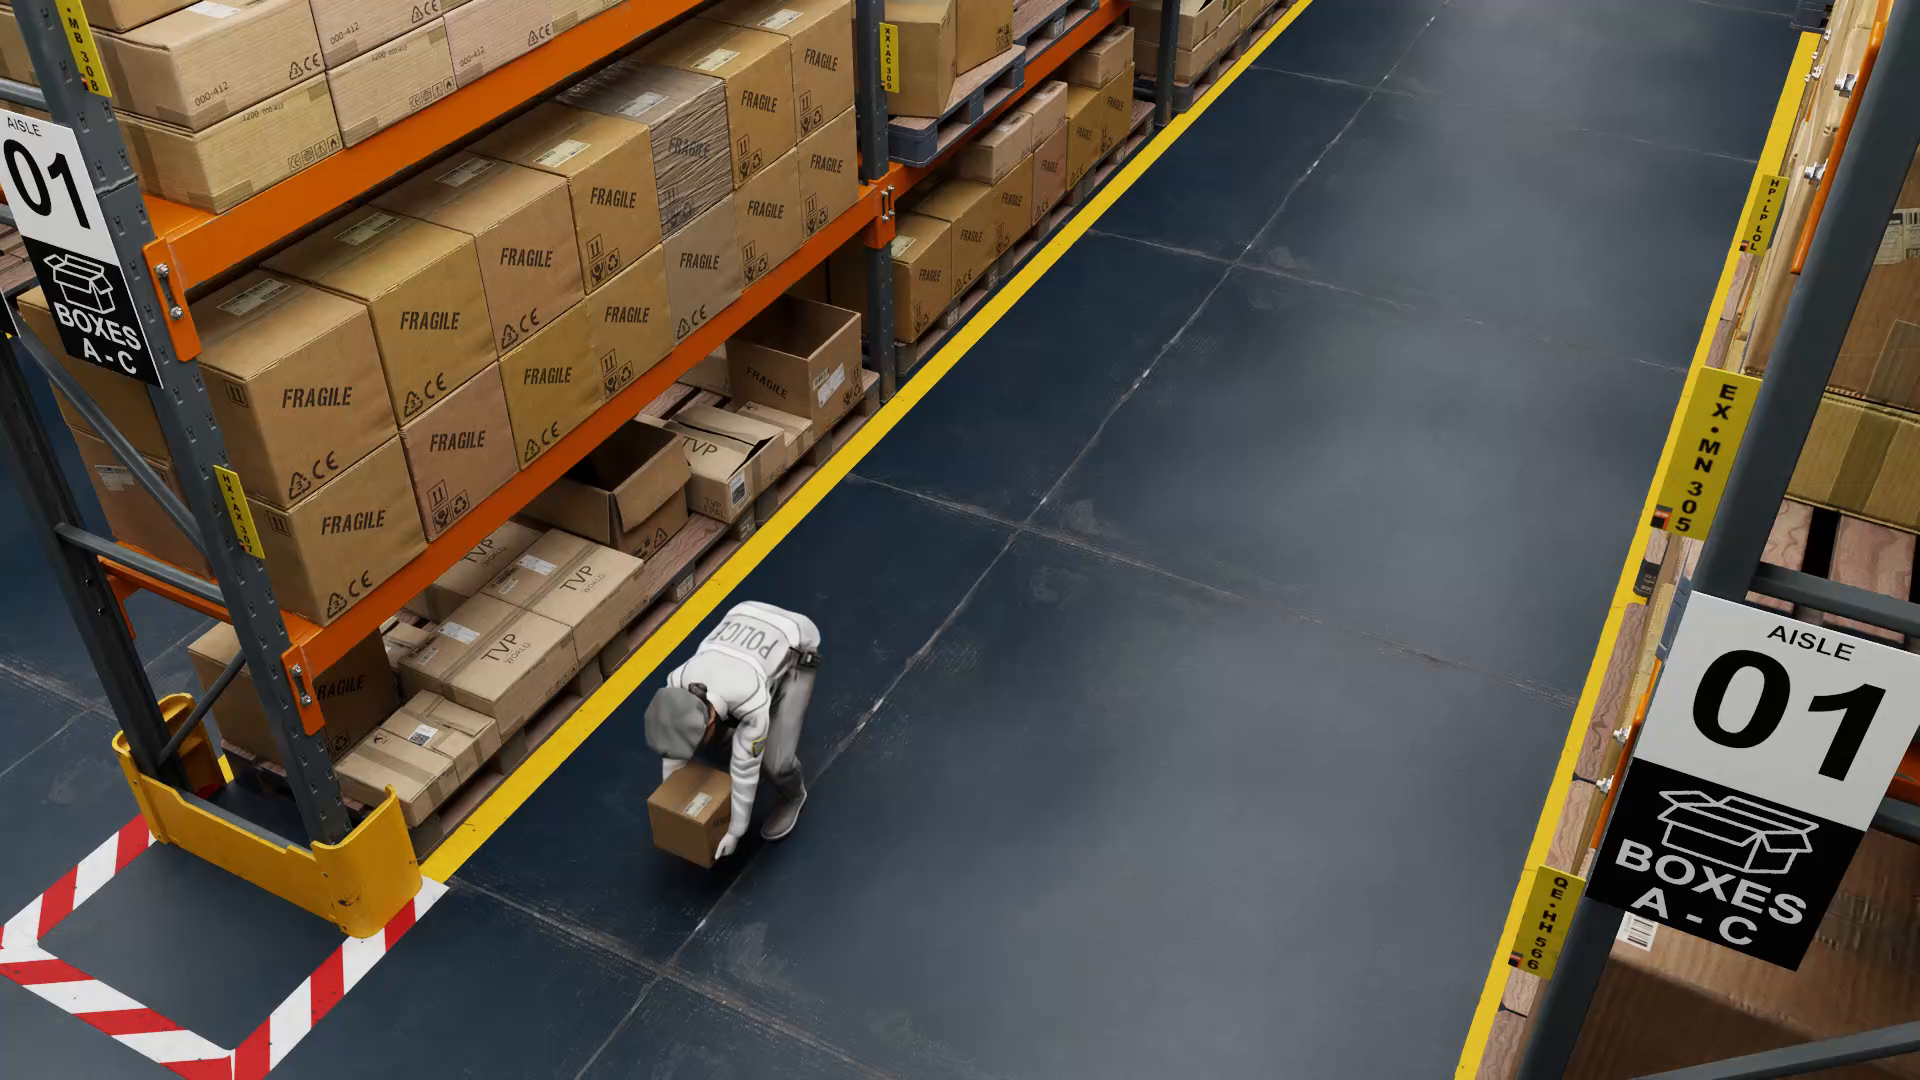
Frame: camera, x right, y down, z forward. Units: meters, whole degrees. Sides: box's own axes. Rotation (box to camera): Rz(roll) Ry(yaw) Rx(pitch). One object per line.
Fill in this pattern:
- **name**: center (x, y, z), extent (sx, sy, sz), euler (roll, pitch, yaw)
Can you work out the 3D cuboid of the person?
- **person**: center (-0.853, 0.736, 6.283), extent (0.442, 1.086, 0.920), euler (16, 41, 19)
